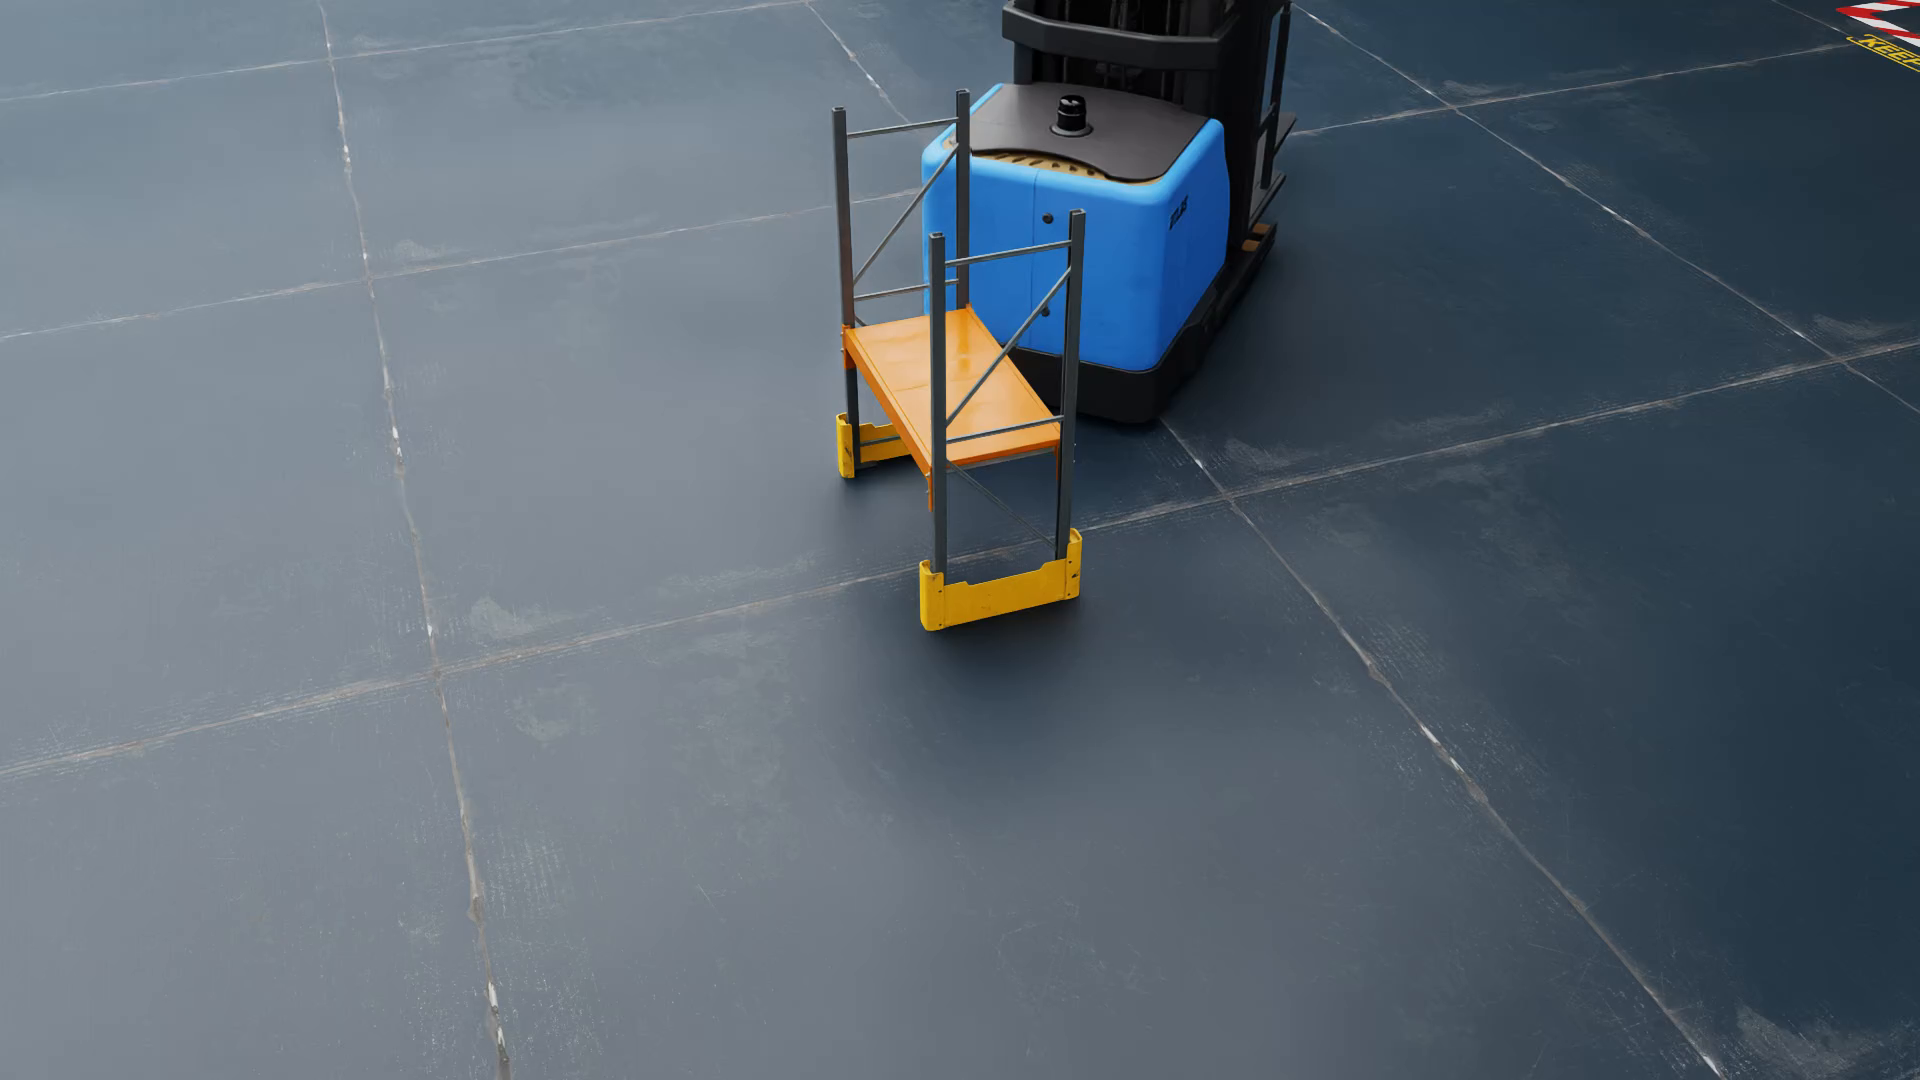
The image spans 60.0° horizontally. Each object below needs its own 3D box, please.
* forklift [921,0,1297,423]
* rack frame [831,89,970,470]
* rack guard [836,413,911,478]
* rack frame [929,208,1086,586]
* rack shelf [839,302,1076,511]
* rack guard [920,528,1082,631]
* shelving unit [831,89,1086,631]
[{"bbox_3d":[0.887,-2.527,7.169,1.130,2.935,3.031,15,39,19],"label":"forklift"},{"bbox_3d":[-0.204,-0.934,6.244,0.500,1.500,0.032,-12,39,-16],"label":"rack frame"},{"bbox_3d":[-0.198,-0.424,6.605,0.587,0.250,0.087,-12,39,-16],"label":"rack guard"},{"bbox_3d":[0.146,-0.360,5.481,0.500,1.500,0.032,-12,39,-16],"label":"rack frame"},{"bbox_3d":[-0.029,-0.504,5.971,0.538,0.185,1.000,-12,39,-16],"label":"rack shelf"},{"bbox_3d":[0.145,0.138,5.858,0.587,0.250,0.087,-12,39,-16],"label":"rack guard"},{"bbox_3d":[-0.026,-0.642,5.856,0.587,1.500,1.083,-12,39,-16],"label":"shelving unit"}]
